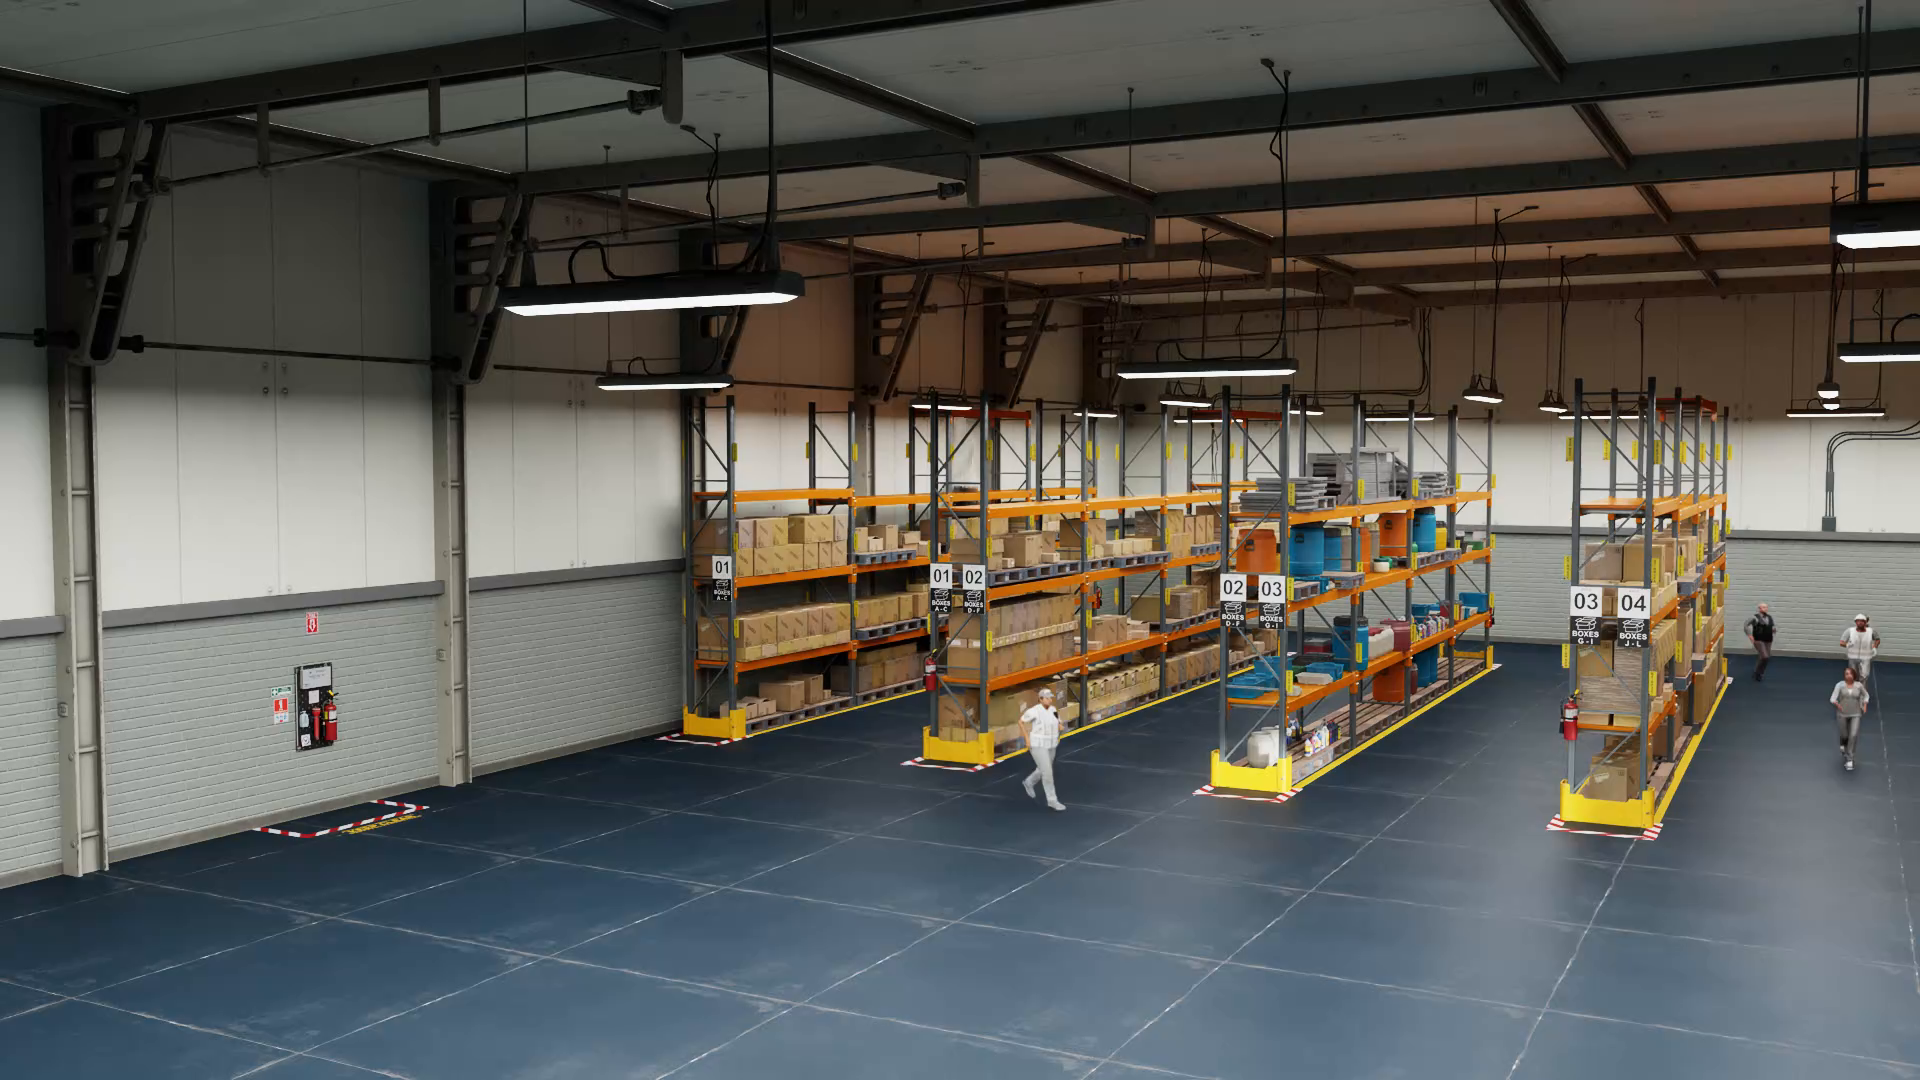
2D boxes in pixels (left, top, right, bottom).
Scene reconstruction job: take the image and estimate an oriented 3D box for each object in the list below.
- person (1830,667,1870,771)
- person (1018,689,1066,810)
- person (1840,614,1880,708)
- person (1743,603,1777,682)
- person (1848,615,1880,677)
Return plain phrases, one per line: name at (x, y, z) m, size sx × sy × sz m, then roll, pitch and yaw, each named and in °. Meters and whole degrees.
person at (14.186, 2.833, 26.518) m, size 0.554 × 1.566 × 0.866 m, roll 2°, pitch 3°, yaw 27°
person at (1.172, 2.914, 23.444) m, size 0.605 × 1.655 × 0.917 m, roll -3°, pitch 4°, yaw -41°
person at (17.671, 2.349, 32.709) m, size 0.666 × 1.787 × 0.984 m, roll 2°, pitch 4°, yaw 32°
person at (17.573, 2.246, 36.380) m, size 0.674 × 1.728 × 0.625 m, roll -1°, pitch 3°, yaw -13°
person at (18.686, 2.369, 34.471) m, size 0.642 × 1.647 × 0.574 m, roll -3°, pitch 4°, yaw -41°
